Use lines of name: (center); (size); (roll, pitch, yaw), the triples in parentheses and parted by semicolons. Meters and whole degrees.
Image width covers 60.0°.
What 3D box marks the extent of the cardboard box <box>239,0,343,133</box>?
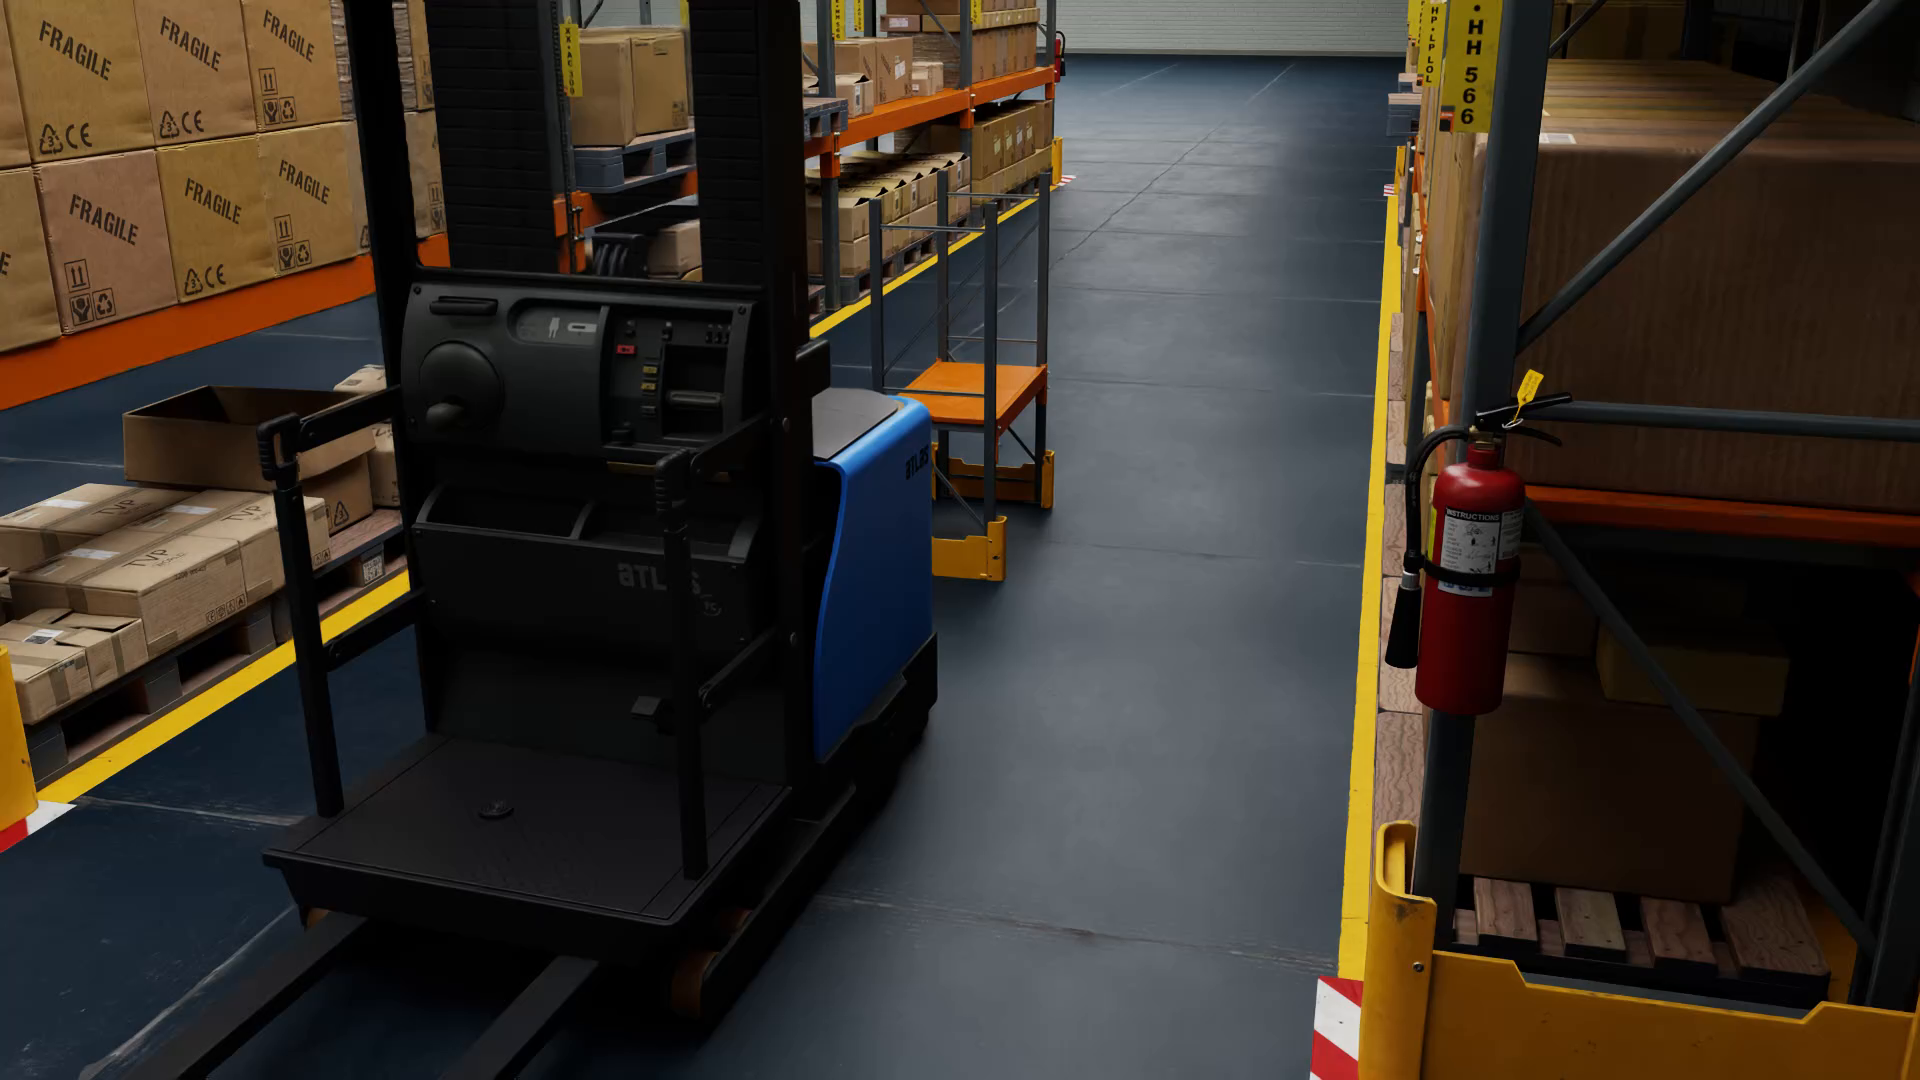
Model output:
cardboard box: (-2.585, -1.731, 5.912); (0.500, 0.500, 0.500); (4, 19, 13)

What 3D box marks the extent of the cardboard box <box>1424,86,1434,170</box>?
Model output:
cardboard box: (2.446, -1.998, 7.751); (0.500, 0.500, 0.500); (5, 19, 14)

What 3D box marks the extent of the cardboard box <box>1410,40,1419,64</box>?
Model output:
cardboard box: (4.232, -4.449, 14.613); (0.500, 0.500, 0.500); (5, 19, 13)

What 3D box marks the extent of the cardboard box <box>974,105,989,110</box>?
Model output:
cardboard box: (0.013, -4.414, 17.914); (0.500, 0.500, 0.500); (5, 19, 13)

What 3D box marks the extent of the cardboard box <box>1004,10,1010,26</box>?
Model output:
cardboard box: (0.304, -5.360, 17.080); (0.380, 0.149, 0.250); (4, 19, 13)

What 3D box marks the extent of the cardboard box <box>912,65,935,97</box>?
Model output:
cardboard box: (-0.424, -4.019, 14.522); (0.396, 0.266, 0.258); (4, 19, 12)

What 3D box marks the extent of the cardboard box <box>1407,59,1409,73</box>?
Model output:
cardboard box: (4.598, -4.566, 16.116); (0.500, 0.250, 0.500); (5, 19, 14)

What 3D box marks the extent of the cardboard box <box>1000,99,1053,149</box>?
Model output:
cardboard box: (0.747, -4.687, 18.714); (0.500, 0.500, 0.500); (5, 19, 13)

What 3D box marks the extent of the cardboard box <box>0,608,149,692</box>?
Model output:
cardboard box: (-2.823, 0.338, 5.259); (0.380, 0.166, 0.250); (5, 19, 13)

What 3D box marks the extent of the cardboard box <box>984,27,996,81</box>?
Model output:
cardboard box: (-0.036, -4.883, 16.687); (0.700, 0.500, 0.500); (5, 19, 14)

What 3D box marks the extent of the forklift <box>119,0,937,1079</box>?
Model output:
forklift: (-1.001, -0.407, 3.844); (1.130, 2.935, 3.031); (6, 20, 16)

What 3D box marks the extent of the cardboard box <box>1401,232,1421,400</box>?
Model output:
cardboard box: (2.709, -1.150, 8.589); (0.750, 0.750, 0.750); (5, 20, 15)

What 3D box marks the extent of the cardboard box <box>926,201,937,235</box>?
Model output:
cardboard box: (-0.458, -2.799, 14.345); (0.500, 0.250, 0.500); (5, 20, 15)

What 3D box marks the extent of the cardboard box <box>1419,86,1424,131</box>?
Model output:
cardboard box: (2.936, -2.631, 9.605); (0.500, 0.500, 0.500); (5, 20, 15)

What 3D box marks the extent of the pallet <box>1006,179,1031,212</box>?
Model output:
pallet: (0.143, -3.683, 17.643); (1.003, 0.211, 1.213); (5, 19, 13)

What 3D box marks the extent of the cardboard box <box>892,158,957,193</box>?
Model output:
cardboard box: (-0.330, -3.223, 14.719); (0.500, 0.311, 0.500); (5, 20, 15)

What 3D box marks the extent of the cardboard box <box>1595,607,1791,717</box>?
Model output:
cardboard box: (1.722, 0.283, 3.932); (0.380, 0.149, 0.250); (5, 19, 14)

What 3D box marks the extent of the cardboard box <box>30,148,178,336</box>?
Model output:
cardboard box: (-2.835, -0.939, 5.142); (0.500, 0.500, 0.500); (4, 19, 13)

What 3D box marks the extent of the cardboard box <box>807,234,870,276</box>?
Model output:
cardboard box: (-0.952, -2.158, 12.468); (0.500, 0.250, 0.500); (5, 19, 13)

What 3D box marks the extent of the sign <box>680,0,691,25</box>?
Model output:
sign: (-1.904, -3.710, 11.617); (0.100, 0.325, 0.005); (5, 19, 13)

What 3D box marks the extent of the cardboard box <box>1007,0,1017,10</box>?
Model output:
cardboard box: (0.205, -5.803, 17.374); (0.700, 0.500, 0.500); (5, 19, 14)

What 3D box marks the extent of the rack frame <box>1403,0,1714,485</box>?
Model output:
rack frame: (2.462, -1.475, 6.866); (1.000, 3.000, 0.127); (5, 19, 13)

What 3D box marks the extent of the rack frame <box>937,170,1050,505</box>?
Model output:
rack frame: (0.145, -0.896, 7.490); (0.500, 1.500, 0.032); (5, 19, 13)

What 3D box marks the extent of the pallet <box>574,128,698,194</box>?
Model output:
pallet: (-2.041, -2.016, 8.747); (1.003, 0.211, 1.213); (5, 19, 13)

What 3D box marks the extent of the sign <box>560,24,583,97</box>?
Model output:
sign: (-1.814, -2.235, 7.750); (0.100, 0.325, 0.005); (5, 19, 13)

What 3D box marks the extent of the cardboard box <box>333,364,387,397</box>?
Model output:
cardboard box: (-2.655, -0.687, 8.037); (0.500, 0.311, 0.500); (5, 19, 13)

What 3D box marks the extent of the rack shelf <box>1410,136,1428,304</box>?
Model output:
rack shelf: (2.951, -1.762, 8.818); (1.077, 0.370, 4.000); (5, 19, 13)

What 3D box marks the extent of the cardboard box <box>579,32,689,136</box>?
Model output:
cardboard box: (-1.903, -2.463, 8.953); (0.700, 0.500, 0.500); (8, 20, 22)

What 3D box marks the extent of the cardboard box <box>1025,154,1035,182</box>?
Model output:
cardboard box: (0.514, -4.018, 17.915); (0.500, 0.250, 0.500); (5, 19, 13)

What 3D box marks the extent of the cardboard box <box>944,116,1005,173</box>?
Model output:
cardboard box: (0.144, -3.903, 16.419); (0.500, 0.500, 0.500); (5, 19, 13)

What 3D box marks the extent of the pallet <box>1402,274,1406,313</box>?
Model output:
pallet: (3.632, -1.654, 11.704); (1.003, 0.211, 1.213); (5, 19, 13)

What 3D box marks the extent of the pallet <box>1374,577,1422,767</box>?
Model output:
pallet: (1.904, 0.460, 5.514); (1.003, 0.211, 1.213); (5, 19, 13)

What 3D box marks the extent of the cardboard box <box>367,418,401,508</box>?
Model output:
cardboard box: (-2.390, -0.365, 7.095); (0.500, 0.311, 0.500); (5, 19, 13)

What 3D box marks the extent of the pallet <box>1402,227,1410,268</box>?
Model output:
pallet: (4.228, -2.419, 13.943); (1.003, 0.211, 1.213); (5, 19, 13)

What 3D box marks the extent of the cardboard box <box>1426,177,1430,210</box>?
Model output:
cardboard box: (2.309, -1.575, 7.517); (0.380, 0.149, 0.250); (5, 19, 14)

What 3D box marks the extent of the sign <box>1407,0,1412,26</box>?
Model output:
sign: (4.868, -5.689, 17.863); (0.100, 0.325, 0.005); (5, 19, 13)

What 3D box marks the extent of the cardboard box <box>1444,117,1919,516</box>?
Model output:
cardboard box: (1.600, -0.524, 3.618); (0.980, 0.700, 0.700); (6, 20, 16)

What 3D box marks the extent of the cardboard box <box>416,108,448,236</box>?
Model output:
cardboard box: (-2.340, -1.574, 7.001); (0.500, 0.500, 0.500); (5, 20, 15)

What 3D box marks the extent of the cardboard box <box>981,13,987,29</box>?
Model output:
cardboard box: (0.051, -5.038, 16.139); (0.380, 0.149, 0.250); (4, 19, 13)

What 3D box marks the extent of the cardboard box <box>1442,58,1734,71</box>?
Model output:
cardboard box: (2.314, -1.449, 6.324); (0.980, 0.700, 0.700); (5, 19, 14)

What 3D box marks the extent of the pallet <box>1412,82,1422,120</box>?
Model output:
pallet: (3.883, -3.262, 12.394); (1.003, 0.211, 1.213); (5, 19, 13)

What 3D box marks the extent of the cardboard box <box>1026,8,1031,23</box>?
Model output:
cardboard box: (0.556, -5.684, 18.029); (0.380, 0.149, 0.250); (4, 19, 13)

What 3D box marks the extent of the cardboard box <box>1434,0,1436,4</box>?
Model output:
cardboard box: (2.830, -2.834, 9.038); (0.500, 0.250, 0.500); (5, 19, 14)

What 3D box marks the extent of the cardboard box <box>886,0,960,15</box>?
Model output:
cardboard box: (-0.285, -5.174, 15.532); (0.700, 0.500, 0.500); (5, 19, 14)

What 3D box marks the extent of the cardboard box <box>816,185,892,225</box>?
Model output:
cardboard box: (-0.832, -2.588, 12.861); (0.500, 0.311, 0.500); (4, 19, 12)

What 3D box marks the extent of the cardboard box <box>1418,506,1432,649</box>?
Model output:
cardboard box: (1.803, 0.221, 5.118); (0.700, 0.500, 0.500); (4, 19, 12)

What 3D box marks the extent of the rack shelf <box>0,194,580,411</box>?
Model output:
rack shelf: (-2.831, -0.898, 6.289); (1.077, 0.370, 4.000); (5, 19, 13)

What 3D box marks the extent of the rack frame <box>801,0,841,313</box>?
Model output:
rack frame: (-1.365, -3.119, 11.679); (1.000, 3.000, 0.127); (5, 19, 13)

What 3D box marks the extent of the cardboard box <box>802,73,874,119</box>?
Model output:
cardboard box: (-0.959, -3.342, 12.469); (0.500, 0.311, 0.500); (4, 19, 13)

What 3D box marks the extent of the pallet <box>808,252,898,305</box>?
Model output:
pallet: (-1.126, -2.055, 12.876); (1.003, 0.211, 1.213); (5, 19, 13)

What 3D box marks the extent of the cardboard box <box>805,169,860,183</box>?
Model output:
cardboard box: (-1.105, -2.944, 13.903); (0.500, 0.311, 0.500); (5, 20, 15)

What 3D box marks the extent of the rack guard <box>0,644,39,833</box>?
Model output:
rack guard: (-3.301, 0.547, 4.812); (1.175, 0.500, 0.348); (5, 19, 13)

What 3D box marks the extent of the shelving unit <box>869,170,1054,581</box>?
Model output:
shelving unit: (0.019, -0.734, 7.015); (0.587, 1.500, 1.083); (5, 19, 13)

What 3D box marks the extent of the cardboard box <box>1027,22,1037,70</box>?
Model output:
cardboard box: (0.463, -5.529, 18.578); (0.700, 0.500, 0.500); (5, 19, 13)

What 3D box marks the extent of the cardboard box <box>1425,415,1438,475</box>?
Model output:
cardboard box: (1.792, -0.315, 5.684); (0.380, 0.149, 0.250); (4, 19, 12)

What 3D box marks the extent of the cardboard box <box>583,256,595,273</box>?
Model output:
cardboard box: (-2.248, -1.379, 9.772); (0.500, 0.500, 0.500); (5, 19, 14)

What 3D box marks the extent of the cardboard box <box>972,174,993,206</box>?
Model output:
cardboard box: (0.020, -3.392, 16.081); (0.500, 0.250, 0.500); (5, 19, 13)
